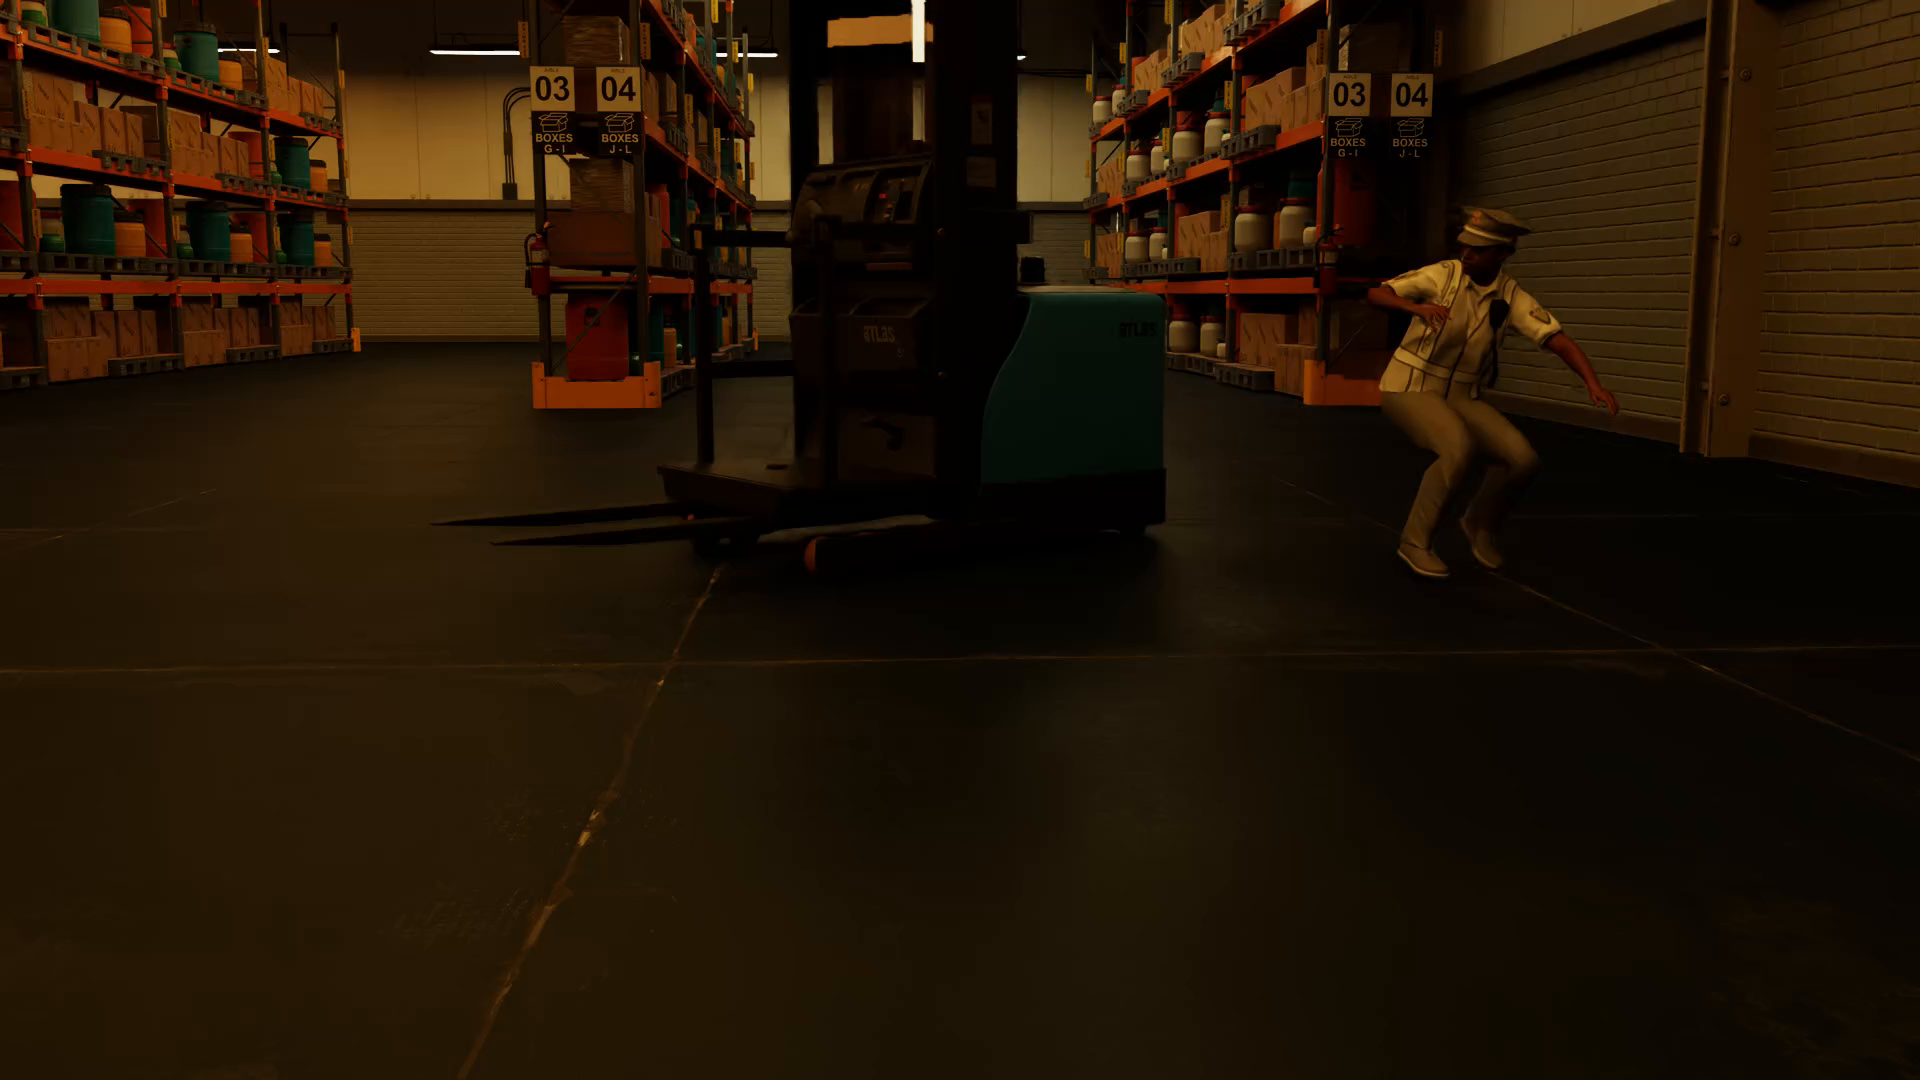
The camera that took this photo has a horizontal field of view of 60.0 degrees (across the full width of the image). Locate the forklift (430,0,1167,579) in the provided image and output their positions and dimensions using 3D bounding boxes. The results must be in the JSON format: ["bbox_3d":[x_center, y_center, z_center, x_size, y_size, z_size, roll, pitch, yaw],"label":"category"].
[{"bbox_3d":[-0.576,-1.389,6.684,3.031,2.935,1.130,-6,10,-36],"label":"forklift"}]

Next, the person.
[{"bbox_3d":[1.941,-0.546,6.296,0.716,1.414,0.893,-3,9,-17],"label":"person"}]
